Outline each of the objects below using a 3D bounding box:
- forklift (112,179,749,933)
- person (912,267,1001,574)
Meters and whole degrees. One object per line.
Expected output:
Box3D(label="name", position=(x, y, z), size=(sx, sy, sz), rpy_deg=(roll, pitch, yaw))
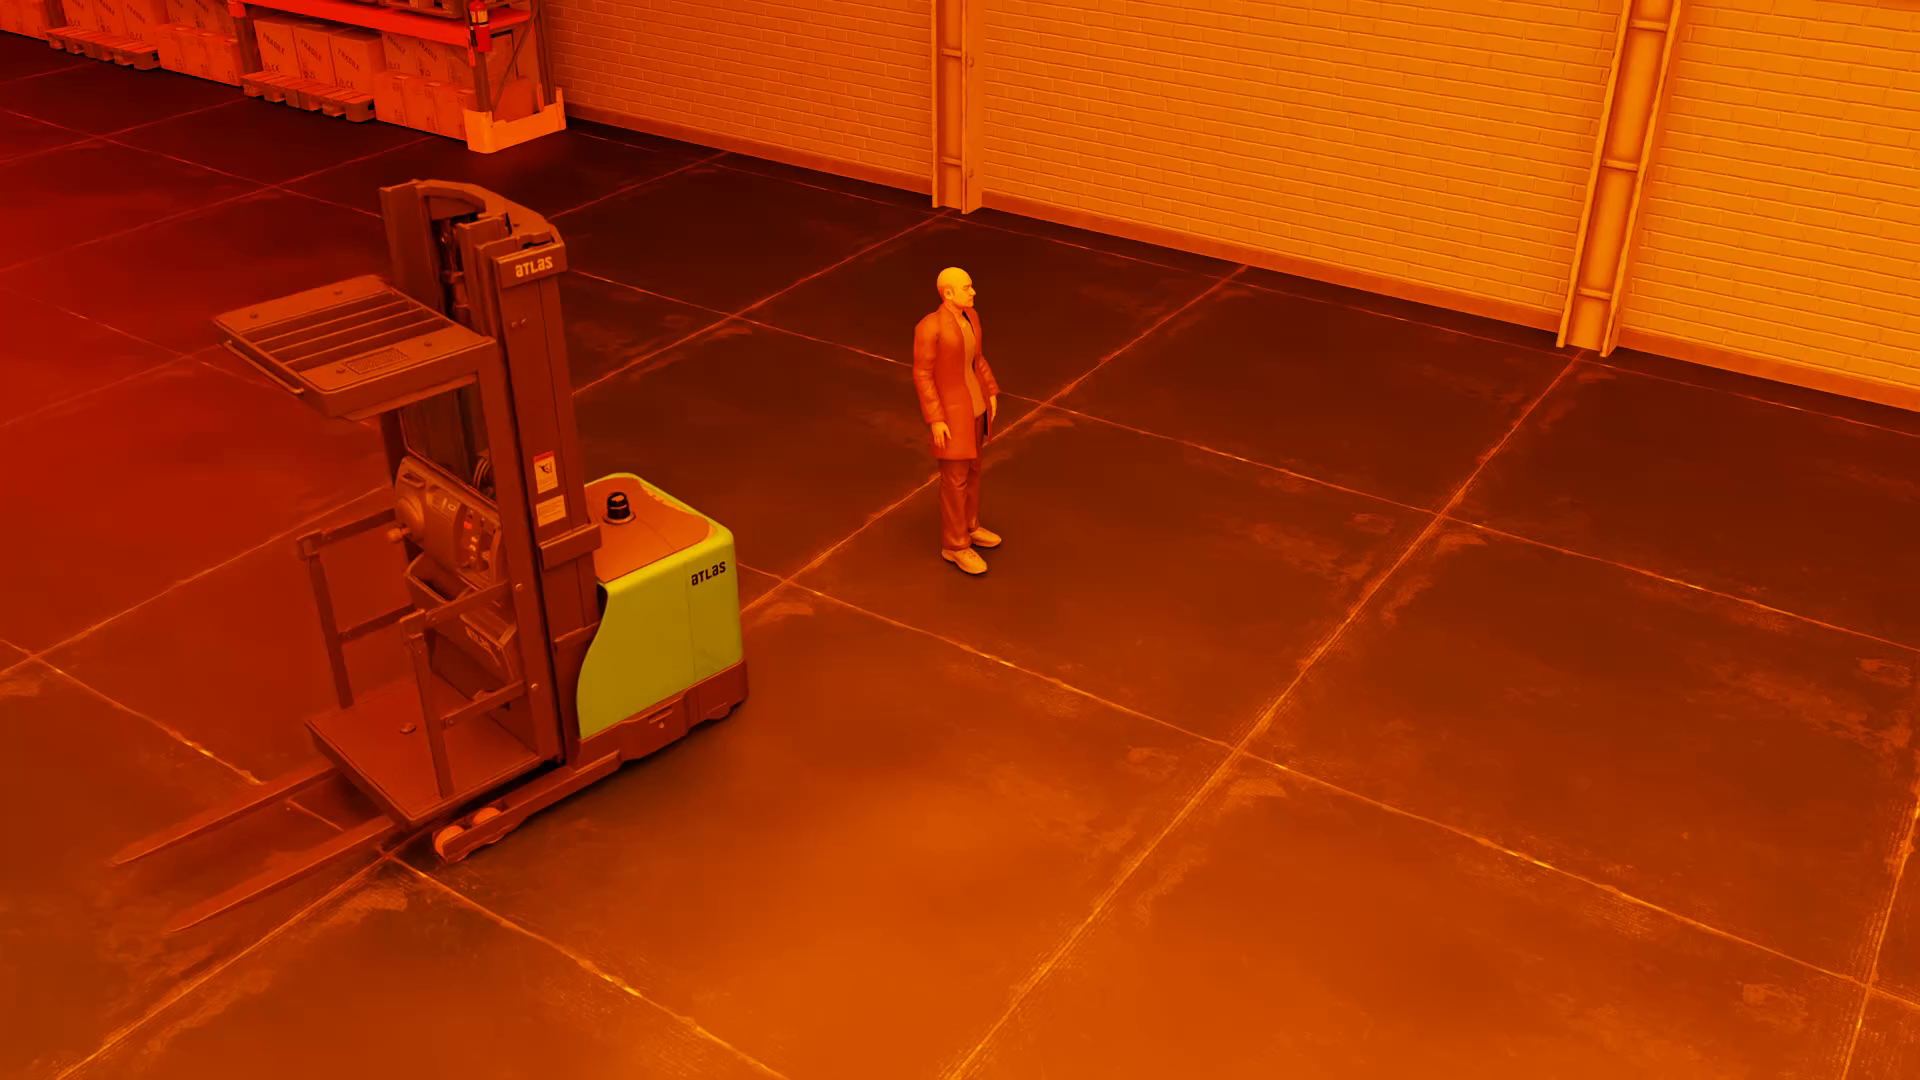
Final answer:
Box3D(label="forklift", position=(-2.542, -0.038, 7.647), size=(3.031, 2.935, 1.130), rpy_deg=(-26, 39, -37))
Box3D(label="person", position=(0.074, -0.742, 10.006), size=(0.579, 1.764, 0.698), rpy_deg=(19, 35, 29))
